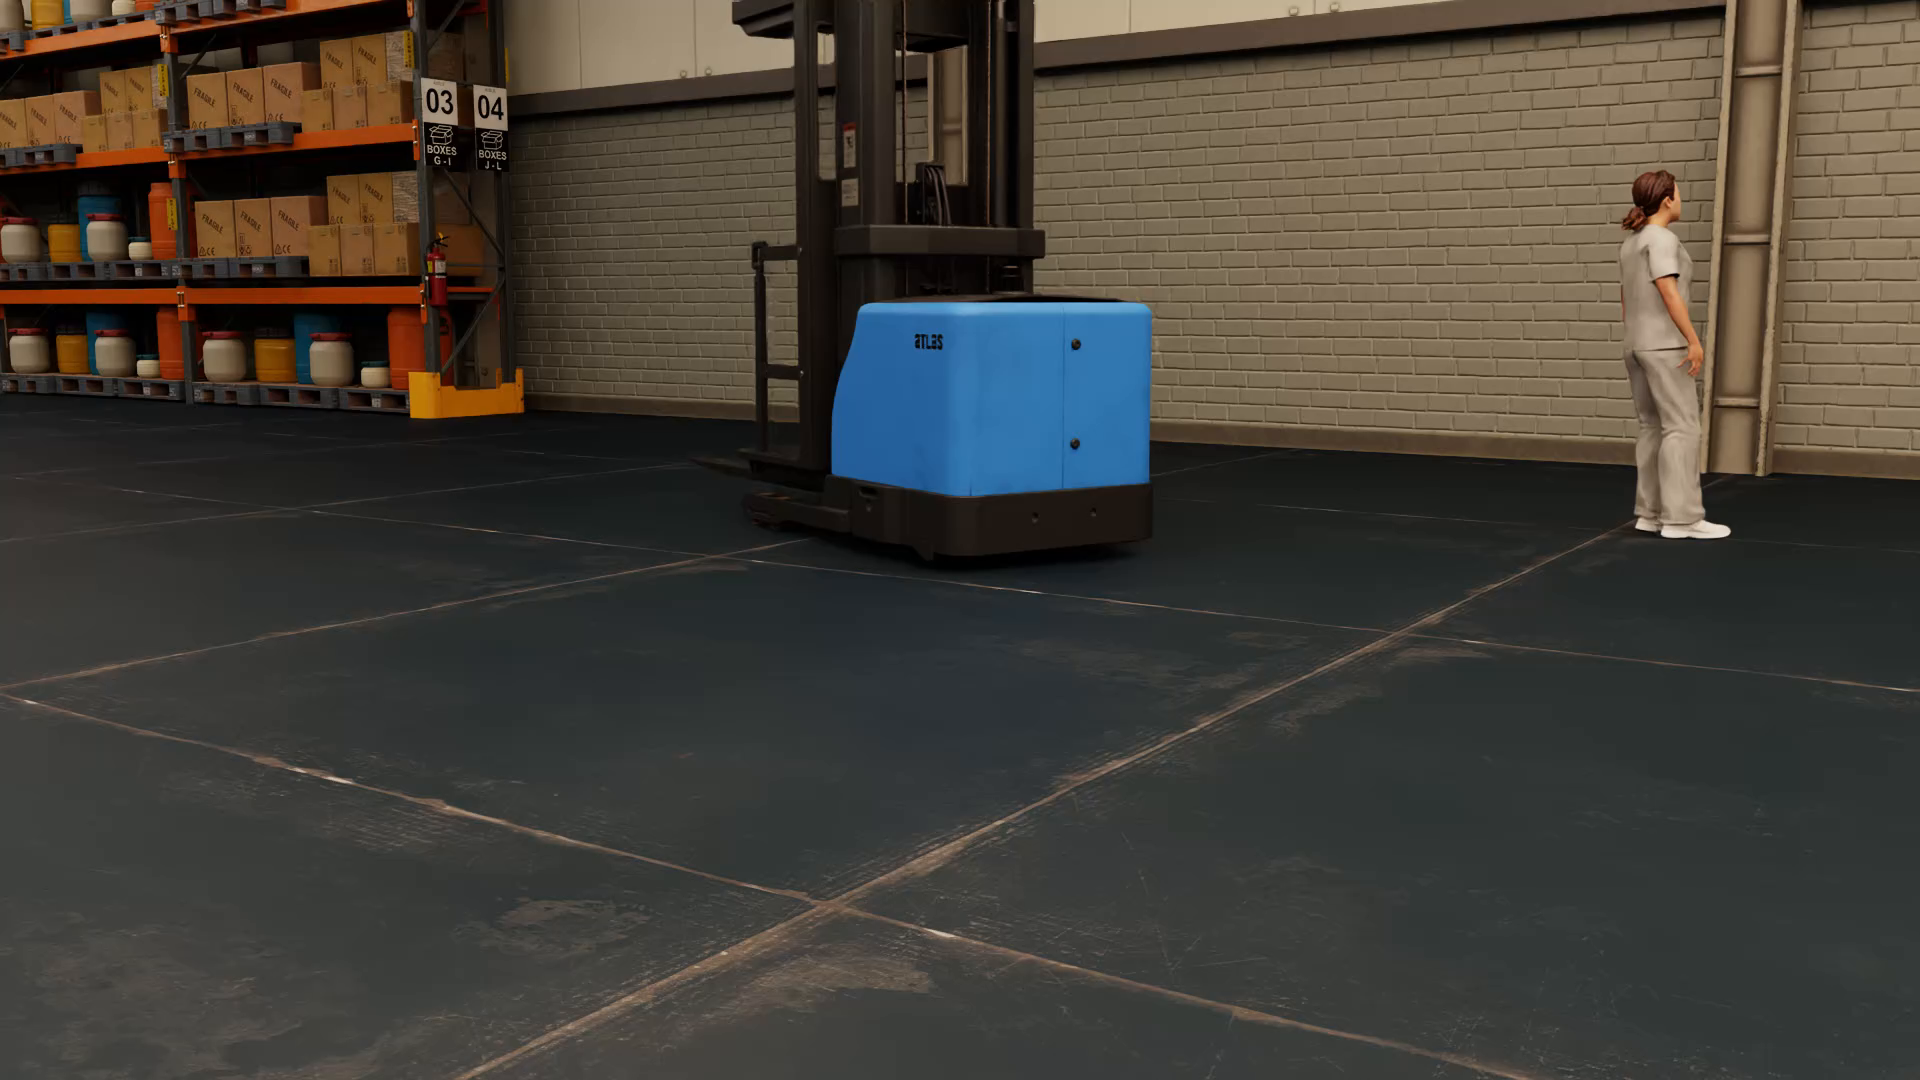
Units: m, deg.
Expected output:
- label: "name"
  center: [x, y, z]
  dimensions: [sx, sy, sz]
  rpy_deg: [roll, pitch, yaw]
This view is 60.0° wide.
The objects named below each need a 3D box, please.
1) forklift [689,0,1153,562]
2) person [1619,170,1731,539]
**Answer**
- label: "forklift"
  center: [-0.395, -1.527, 7.932]
  dimensions: [1.130, 2.935, 3.031]
  rpy_deg: [-5, 10, -33]
- label: "person"
  center: [3.286, -0.858, 7.714]
  dimensions: [0.493, 1.685, 0.525]
  rpy_deg: [0, 8, -2]
